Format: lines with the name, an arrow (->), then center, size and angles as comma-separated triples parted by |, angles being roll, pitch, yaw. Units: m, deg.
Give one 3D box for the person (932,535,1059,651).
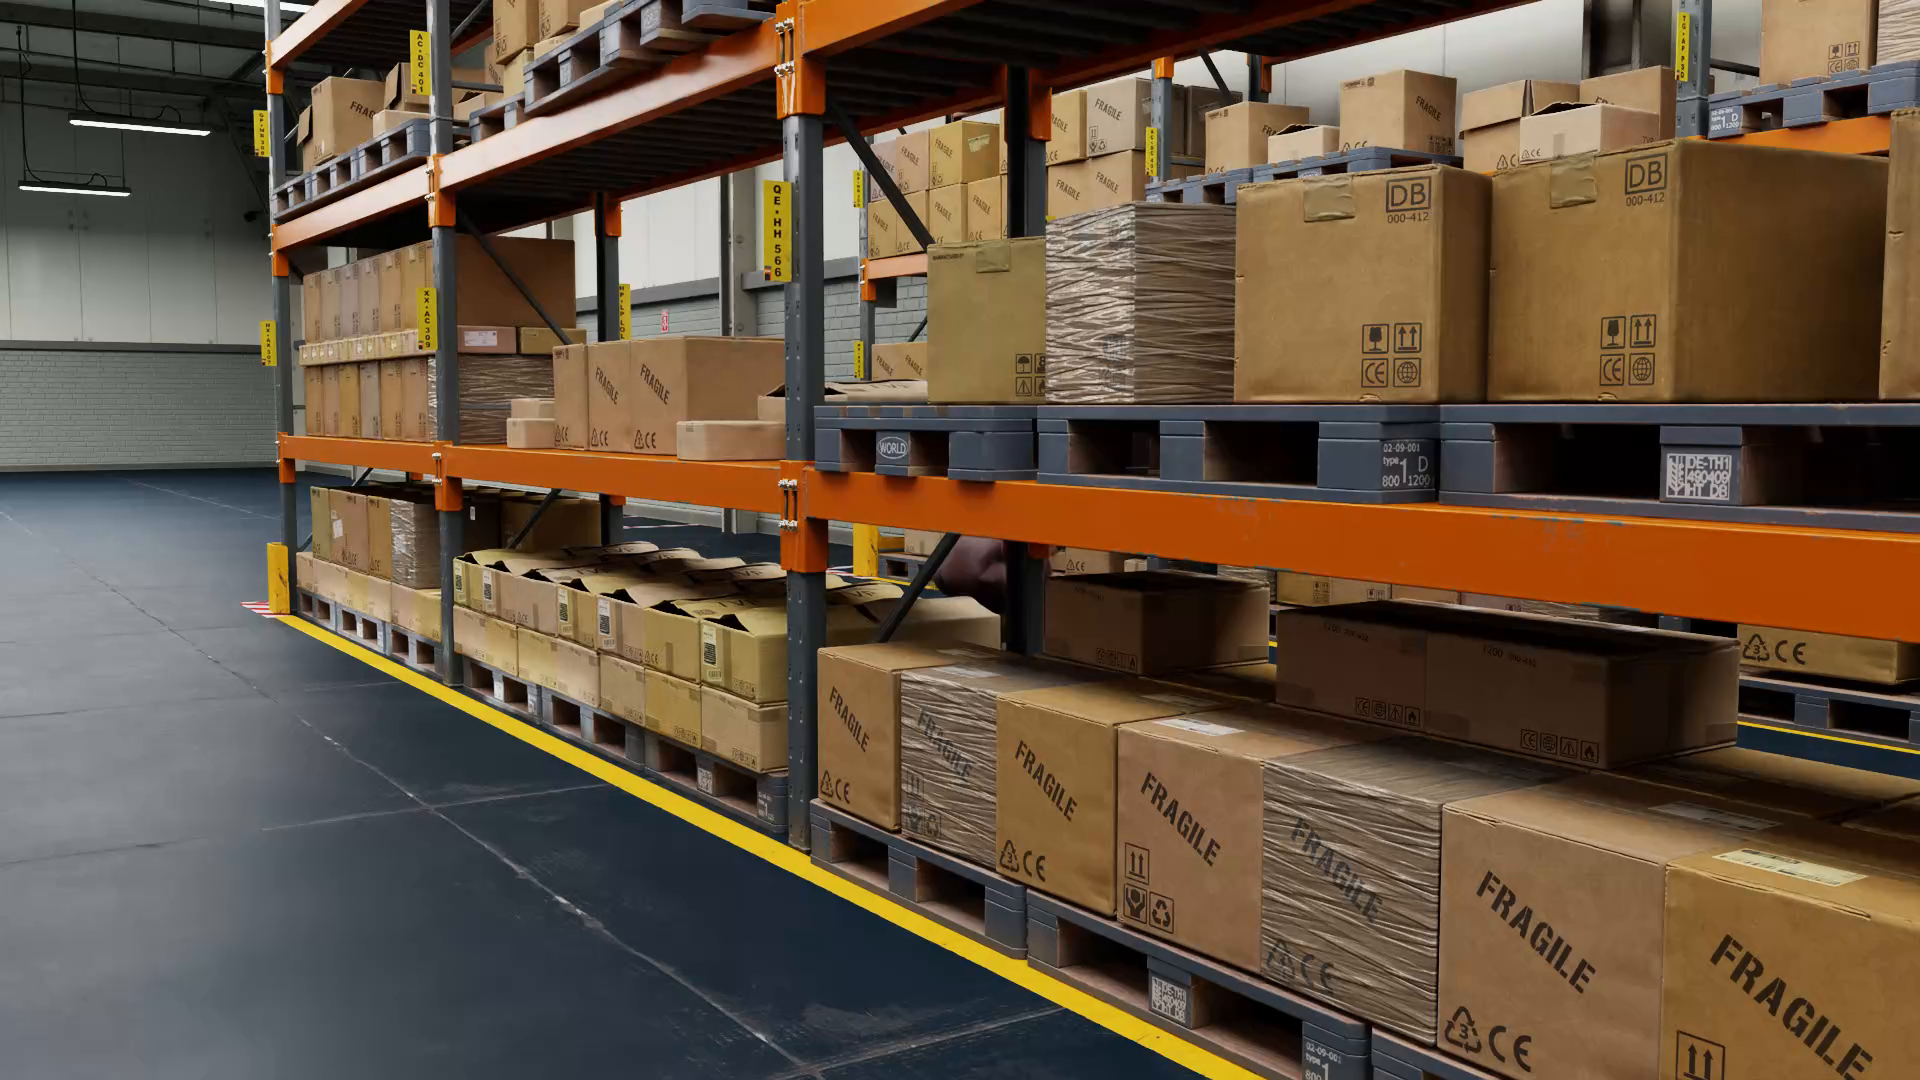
person -> 0.248, 0.313, 10.169 | 0.940, 0.811, 0.574 | -3, 6, -35
